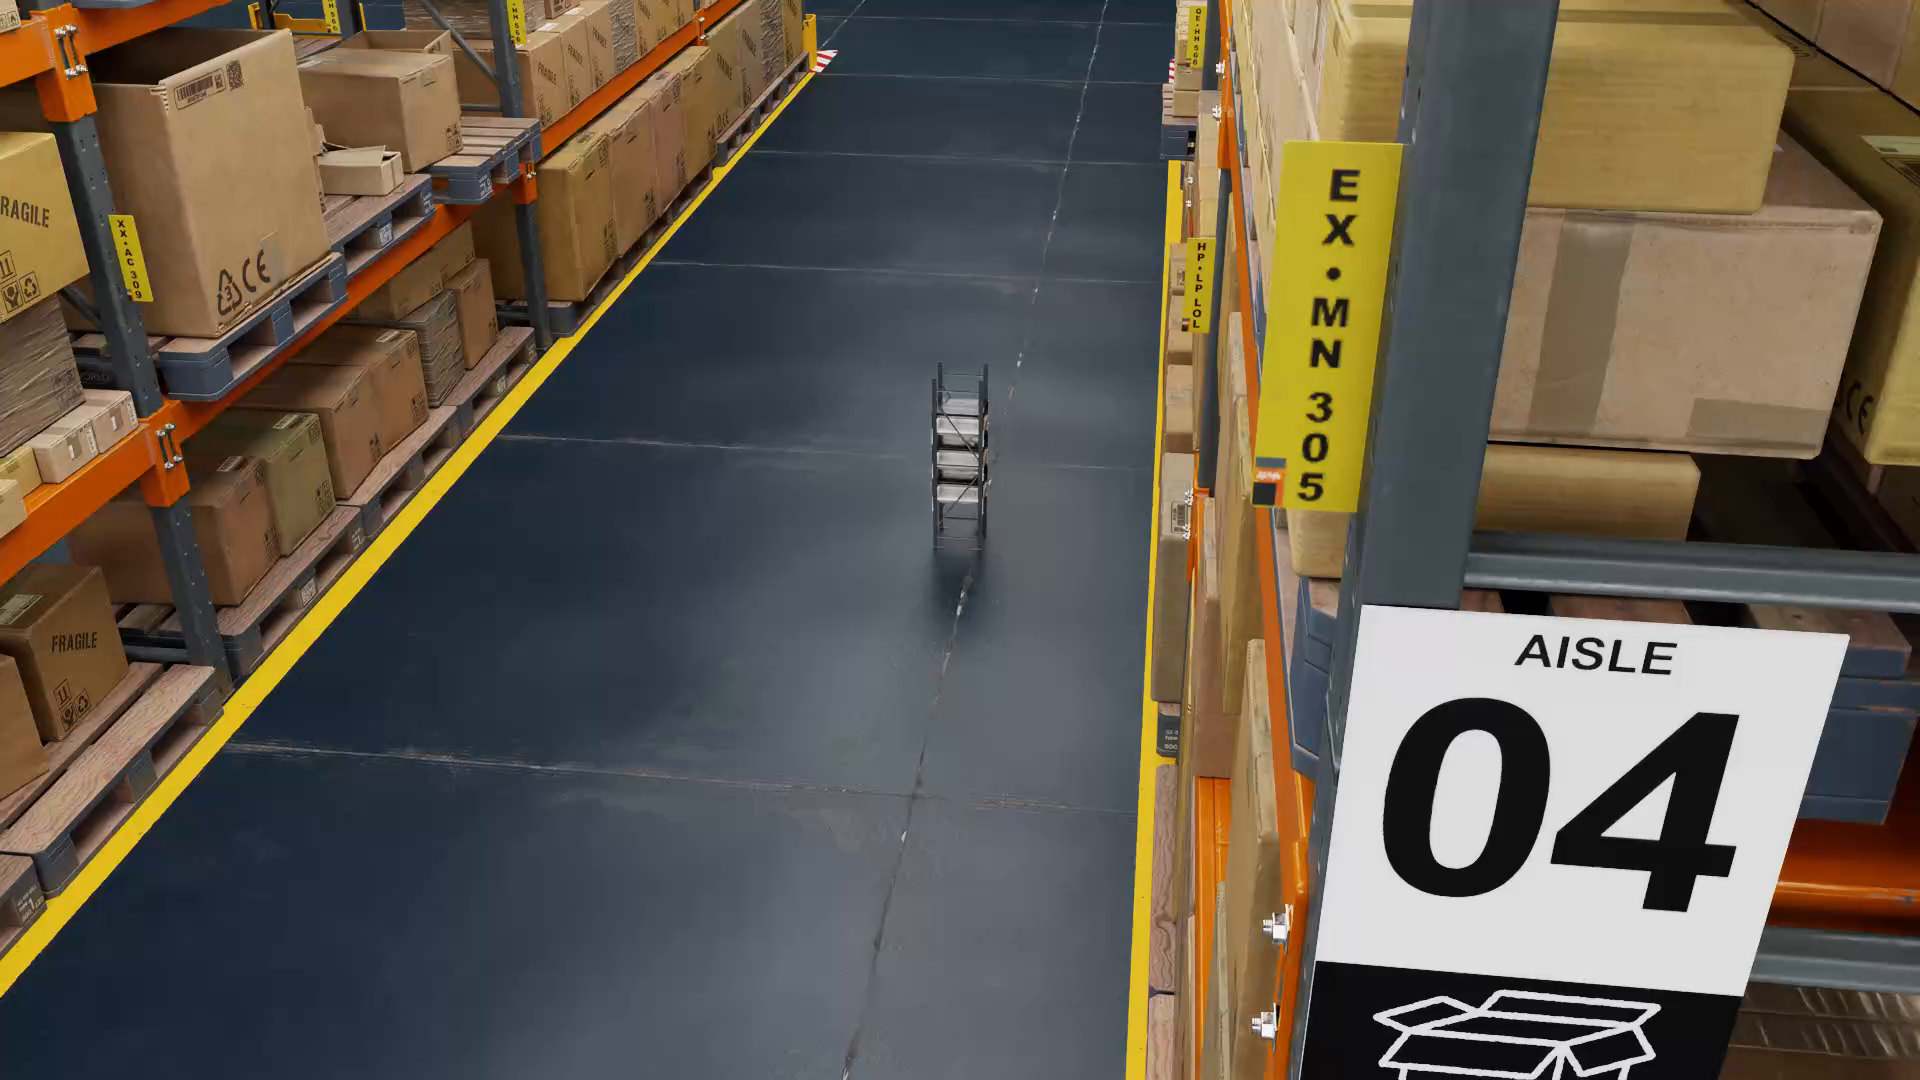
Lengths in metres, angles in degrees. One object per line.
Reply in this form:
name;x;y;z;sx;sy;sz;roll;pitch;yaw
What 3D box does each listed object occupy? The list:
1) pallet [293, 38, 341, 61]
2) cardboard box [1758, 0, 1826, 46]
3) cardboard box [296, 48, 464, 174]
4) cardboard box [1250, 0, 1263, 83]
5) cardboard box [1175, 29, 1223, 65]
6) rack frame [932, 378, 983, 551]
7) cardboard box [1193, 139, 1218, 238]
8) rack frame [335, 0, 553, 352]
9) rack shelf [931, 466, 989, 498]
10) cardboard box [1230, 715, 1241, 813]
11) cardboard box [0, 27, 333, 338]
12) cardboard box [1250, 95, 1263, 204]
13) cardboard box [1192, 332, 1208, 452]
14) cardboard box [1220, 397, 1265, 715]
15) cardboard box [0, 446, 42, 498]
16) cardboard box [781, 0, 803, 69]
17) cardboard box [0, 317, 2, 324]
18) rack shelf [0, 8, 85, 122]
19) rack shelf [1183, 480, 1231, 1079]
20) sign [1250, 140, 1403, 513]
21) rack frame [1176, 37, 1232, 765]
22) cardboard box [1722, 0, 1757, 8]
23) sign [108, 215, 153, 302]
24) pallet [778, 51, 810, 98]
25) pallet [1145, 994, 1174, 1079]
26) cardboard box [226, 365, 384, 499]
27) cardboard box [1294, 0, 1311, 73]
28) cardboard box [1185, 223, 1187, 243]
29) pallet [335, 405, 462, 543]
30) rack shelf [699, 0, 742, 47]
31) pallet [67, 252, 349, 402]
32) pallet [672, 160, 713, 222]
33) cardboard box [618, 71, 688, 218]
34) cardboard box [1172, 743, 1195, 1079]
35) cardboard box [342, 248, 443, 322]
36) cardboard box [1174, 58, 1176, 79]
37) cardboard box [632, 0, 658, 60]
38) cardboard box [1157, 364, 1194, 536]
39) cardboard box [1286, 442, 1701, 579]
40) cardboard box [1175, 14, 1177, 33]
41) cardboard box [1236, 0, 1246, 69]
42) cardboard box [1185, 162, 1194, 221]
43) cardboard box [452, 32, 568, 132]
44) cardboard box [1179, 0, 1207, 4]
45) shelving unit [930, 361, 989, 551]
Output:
pallet;-7.161;-4.999;17.306;1.003;0.211;1.213;3;28;6
cardboard box;1.295;-0.743;2.180;0.380;0.149;0.250;4;29;7
cardboard box;-3.082;-2.263;8.739;0.700;0.500;0.500;8;29;14
cardboard box;0.813;-1.027;3.128;0.500;0.250;0.500;4;29;7
cardboard box;1.429;-2.817;9.510;0.380;0.149;0.250;2;28;4
rack frame;-0.011;-0.352;7.955;0.240;0.900;0.006;3;28;6
cardboard box;1.379;-1.595;7.942;0.500;0.500;0.500;3;28;6
rack frame;-3.087;-2.559;9.837;1.000;3.000;0.127;3;28;6
rack shelf;0.001;-0.291;8.102;0.258;0.077;0.200;3;28;6
cardboard box;1.107;0.531;3.944;0.875;0.550;0.500;3;28;6
cardboard box;-3.340;-1.491;6.779;1.000;1.000;1.000;4;29;7
cardboard box;0.704;-0.670;2.886;0.380;0.149;0.250;4;29;7
cardboard box;1.132;-0.645;6.180;0.500;0.500;0.500;3;28;6
cardboard box;1.043;0.052;3.694;0.875;0.550;0.500;3;28;6
cardboard box;-3.442;-0.216;5.753;0.380;0.149;0.250;3;28;6
cardboard box;-2.105;-5.268;16.664;0.875;0.875;0.875;3;28;6
cardboard box;-3.419;-0.828;5.151;0.500;0.500;0.500;3;28;6
rack shelf;-3.822;-0.738;4.054;1.077;0.370;4.000;3;28;6
rack shelf;1.089;0.918;4.142;1.077;0.370;4.000;3;28;6
sign;0.307;-0.171;1.392;0.100;0.325;0.005;3;28;6
rack frame;1.334;-0.340;5.719;1.000;3.000;0.127;3;28;6
cardboard box;1.279;-0.761;2.633;0.500;0.250;0.500;3;28;6
sign;-3.037;-1.029;6.085;0.100;0.325;0.005;3;28;6
pallet;-2.127;-4.716;16.781;1.003;0.211;1.213;3;28;6
pallet;1.016;1.817;4.655;1.003;0.211;1.213;3;28;6
cardboard box;-3.335;-0.544;8.268;0.700;0.500;0.500;1;28;2
cardboard box;0.611;-0.664;2.032;0.380;0.149;0.250;4;29;7
cardboard box;1.712;-1.877;10.763;0.500;0.500;0.500;4;29;8
pallet;-3.336;-0.391;8.753;1.003;0.211;1.213;3;28;6
rack shelf;-2.351;-5.066;15.250;1.077;0.370;4.000;3;28;6
pallet;-3.339;-0.943;7.040;1.003;0.211;1.213;3;28;6
pallet;-2.616;-2.847;13.311;1.003;0.211;1.213;3;28;6
cardboard box;-2.764;-2.968;12.394;1.225;0.875;0.875;2;28;4
cardboard box;1.080;1.127;4.793;0.875;0.875;0.875;4;29;7
cardboard box;-3.194;-1.415;9.095;0.500;0.250;0.500;7;29;12
cardboard box;1.463;-2.813;9.817;0.380;0.149;0.250;4;29;8
cardboard box;-2.507;-3.771;11.981;0.500;0.500;0.500;3;28;6
cardboard box;1.442;-0.286;7.547;1.050;0.750;0.750;3;28;6
cardboard box;0.548;-0.072;1.776;0.380;0.149;0.250;3;28;6
cardboard box;1.684;-3.535;11.472;0.380;0.149;0.250;2;28;4
cardboard box;0.829;-1.148;3.773;0.380;0.149;0.250;3;28;5
cardboard box;1.698;-2.213;10.597;0.500;0.250;0.500;4;29;7
cardboard box;-2.757;-2.816;10.209;0.500;0.500;0.500;4;29;8
cardboard box;1.558;-3.297;10.402;0.380;0.149;0.250;3;28;6
shelving unit;0.001;-0.400;8.044;0.258;0.900;0.210;3;28;6
